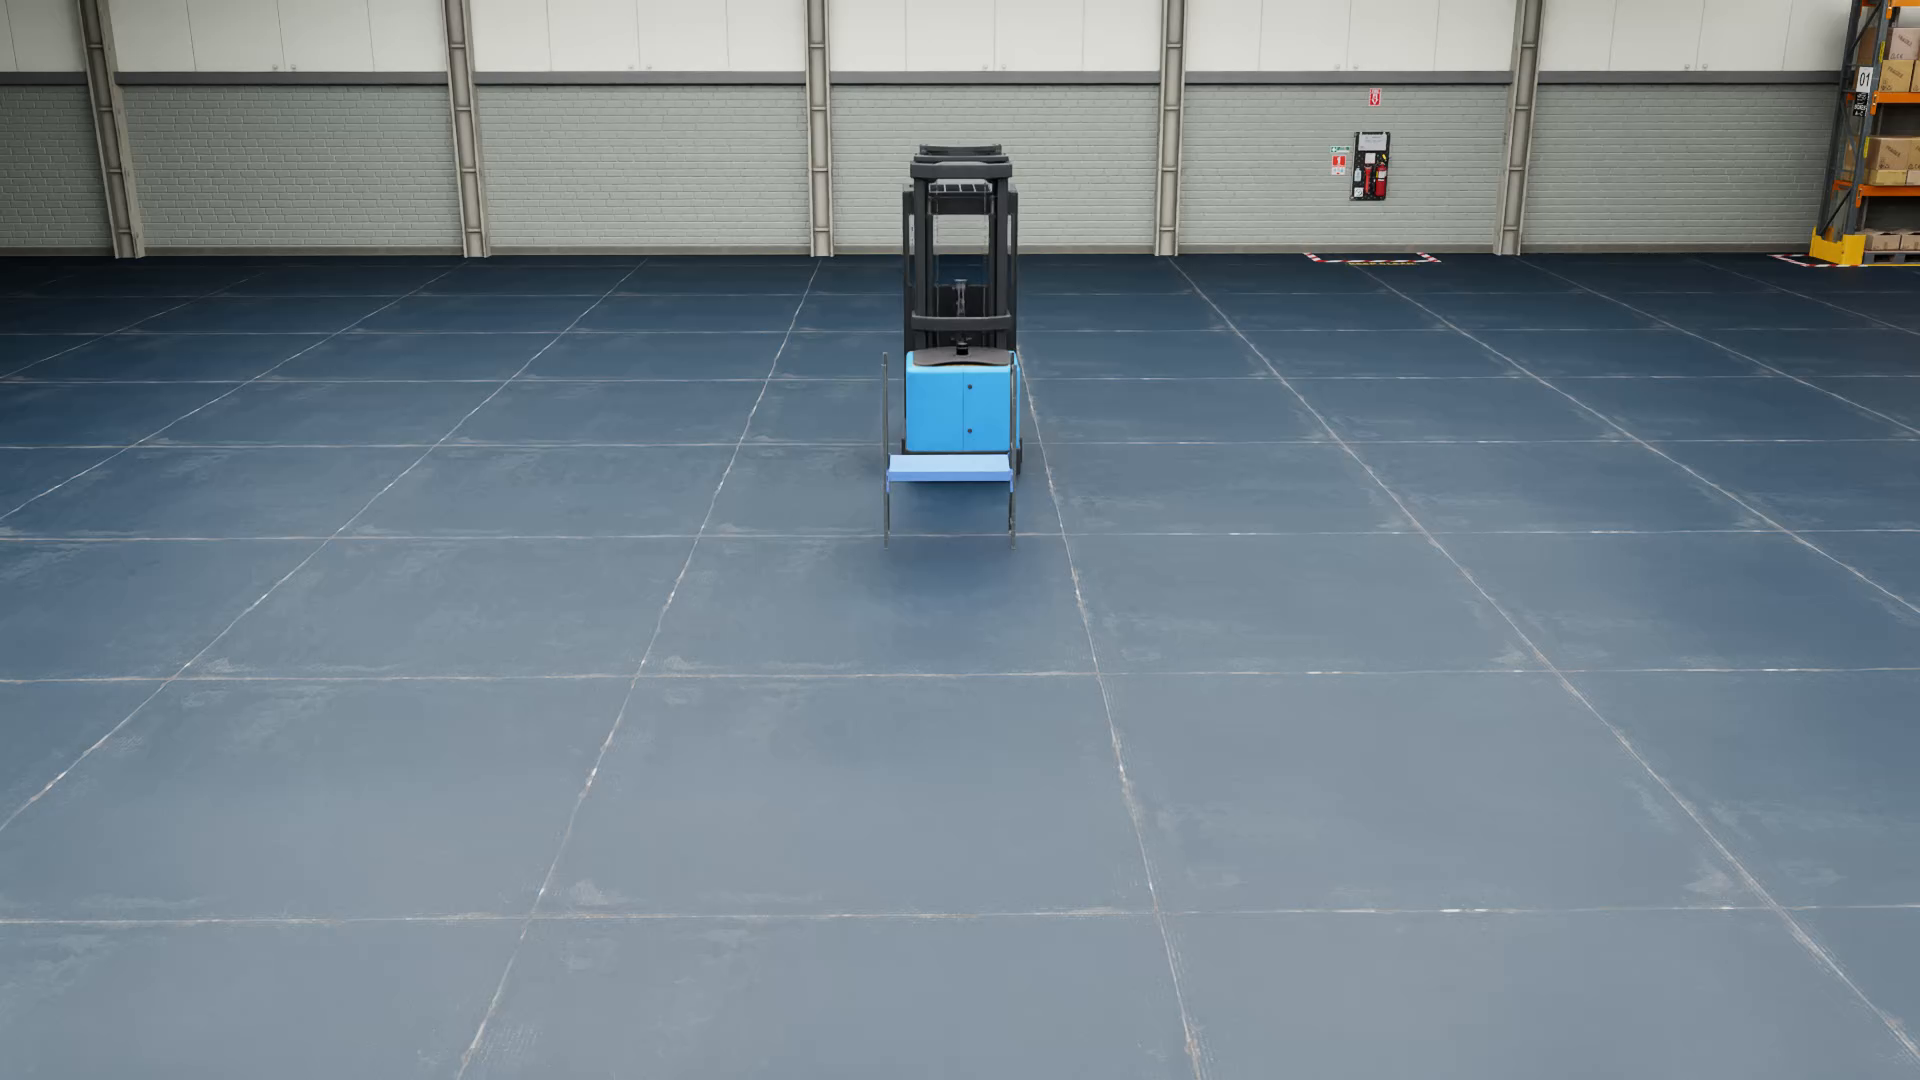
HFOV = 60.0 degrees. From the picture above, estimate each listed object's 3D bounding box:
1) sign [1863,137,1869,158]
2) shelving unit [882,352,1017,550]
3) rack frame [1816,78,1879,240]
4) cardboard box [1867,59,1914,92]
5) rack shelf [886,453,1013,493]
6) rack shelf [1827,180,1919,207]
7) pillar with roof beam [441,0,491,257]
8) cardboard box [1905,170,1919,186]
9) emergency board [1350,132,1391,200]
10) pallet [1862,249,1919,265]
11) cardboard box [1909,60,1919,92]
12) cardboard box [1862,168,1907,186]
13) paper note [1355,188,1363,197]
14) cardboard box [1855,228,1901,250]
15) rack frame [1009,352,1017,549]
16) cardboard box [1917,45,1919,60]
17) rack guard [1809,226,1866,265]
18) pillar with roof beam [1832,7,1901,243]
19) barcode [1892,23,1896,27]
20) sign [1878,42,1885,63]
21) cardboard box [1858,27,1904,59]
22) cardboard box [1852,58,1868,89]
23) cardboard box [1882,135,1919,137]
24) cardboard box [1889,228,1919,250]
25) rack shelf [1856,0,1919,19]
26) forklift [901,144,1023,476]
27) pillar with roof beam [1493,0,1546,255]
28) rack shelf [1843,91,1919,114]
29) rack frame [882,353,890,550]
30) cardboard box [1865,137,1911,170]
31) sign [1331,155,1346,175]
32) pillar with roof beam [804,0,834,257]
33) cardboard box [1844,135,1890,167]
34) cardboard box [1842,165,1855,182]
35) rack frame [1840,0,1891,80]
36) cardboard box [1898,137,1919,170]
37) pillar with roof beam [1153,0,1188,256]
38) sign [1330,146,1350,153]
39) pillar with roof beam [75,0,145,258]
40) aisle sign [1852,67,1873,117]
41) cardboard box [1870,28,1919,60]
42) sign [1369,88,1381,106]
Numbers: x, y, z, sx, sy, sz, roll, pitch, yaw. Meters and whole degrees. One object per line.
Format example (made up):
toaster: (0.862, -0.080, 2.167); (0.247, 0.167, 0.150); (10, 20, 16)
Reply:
sign: (14.920, -6.467, 27.381); (0.005, 0.325, 0.100); (0, 18, -1)
shelving unit: (-0.085, -0.714, 13.317); (1.048, 1.500, 0.538); (0, 18, -1)
rack frame: (14.911, -6.221, 28.030); (0.127, 3.000, 1.000); (0, 18, -1)
cardboard box: (15.249, -7.632, 27.320); (0.500, 0.500, 0.500); (0, 18, 1)
rack shelf: (-0.085, -0.542, 13.372); (1.000, 0.185, 0.538); (0, 18, -1)
rack shelf: (16.911, -5.888, 28.170); (4.000, 0.370, 1.077); (0, 18, -1)
pillar with roof beam: (-8.332, -7.915, 23.488); (0.400, 9.000, 9.100); (0, 18, -1)
cardboard box: (15.923, -6.071, 27.776); (0.500, 0.250, 0.500); (-1, 18, -3)
emergency board: (7.127, -6.459, 28.773); (0.643, 1.169, 0.194); (0, 18, -1)
pallet: (15.800, -4.887, 28.435); (1.213, 0.211, 1.003); (0, 18, -1)
cardboard box: (15.787, -7.623, 27.294); (0.500, 0.500, 0.500); (1, 18, 3)
cardboard box: (15.404, -6.064, 27.755); (0.500, 0.250, 0.500); (-1, 18, -2)
paper note: (6.949, -6.060, 28.970); (0.142, 0.148, 0.016); (0, 18, -1)
cardboard box: (15.604, -5.126, 28.298); (0.500, 0.311, 0.500); (-2, 18, -7)
rack frame: (0.423, -0.716, 13.325); (0.032, 1.500, 0.500); (0, 18, -1)
cardboard box: (15.803, -8.097, 27.134); (0.500, 0.500, 0.500); (0, 18, -1)
rack guard: (14.987, -5.031, 28.413); (0.348, 0.500, 1.175); (0, 18, -1)
pillar with roof beam: (15.665, -8.030, 23.849); (0.400, 9.000, 9.100); (0, 18, -1)
barcode: (15.613, -8.615, 27.799); (0.075, 0.075, 0.001); (0, 18, -1)
sign: (14.920, -7.900, 26.921); (0.005, 0.325, 0.100); (0, 18, -1)
cardboard box: (15.338, -8.264, 27.656); (0.500, 0.500, 0.500); (1, 18, 2)
cardboard box: (15.324, -7.786, 27.801); (0.500, 0.500, 0.500); (1, 18, 3)
cardboard box: (15.883, -6.583, 28.143); (0.500, 0.500, 0.500); (0, 18, 0)
cardboard box: (16.174, -5.129, 28.306); (0.500, 0.311, 0.500); (1, 18, 4)
rack shelf: (16.911, -8.743, 27.254); (4.000, 0.370, 1.077); (0, 18, -1)
forklift: (-0.005, -2.362, 16.112); (1.130, 2.935, 3.031); (0, 18, -1)
pillar with roof beam: (9.666, -8.001, 23.758); (0.400, 9.000, 9.100); (0, 18, -1)
rack shelf: (16.911, -7.316, 27.711); (4.000, 0.370, 1.077); (0, 18, -1)
rack frame: (-0.594, -0.711, 13.310); (0.032, 1.500, 0.500); (0, 18, -1)
cardboard box: (15.393, -6.427, 27.656); (0.500, 0.500, 0.500); (0, 18, -1)
sign: (6.572, -6.505, 28.857); (0.234, 0.329, 0.001); (0, 18, -1)
pillar with roof beam: (-2.332, -7.944, 23.578); (0.400, 9.000, 9.100); (0, 18, -1)
cardboard box: (15.379, -6.583, 28.144); (0.500, 0.500, 0.500); (0, 18, -1)
cardboard box: (15.376, -6.221, 28.241); (0.500, 0.250, 0.500); (0, 18, 0)
rack frame: (14.911, -9.078, 27.113); (0.127, 3.000, 1.000); (0, 18, -1)
cardboard box: (15.888, -6.426, 27.654); (0.500, 0.500, 0.500); (0, 18, -1)
pillar with roof beam: (3.667, -7.972, 23.668); (0.400, 9.000, 9.100); (0, 18, -1)
sign: (6.577, -6.755, 28.768); (0.331, 0.109, 0.001); (0, 18, -1)
pillar with roof beam: (-14.331, -7.886, 23.398); (0.400, 9.000, 9.100); (0, 18, -1)
aisle sign: (14.844, -7.367, 27.346); (0.004, 0.787, 0.394); (0, 18, -1)
cardboard box: (15.300, -8.110, 27.175); (0.500, 0.500, 0.500); (-2, 18, -5)
sign: (7.117, -7.594, 28.513); (0.199, 0.298, 0.001); (0, 18, -1)
